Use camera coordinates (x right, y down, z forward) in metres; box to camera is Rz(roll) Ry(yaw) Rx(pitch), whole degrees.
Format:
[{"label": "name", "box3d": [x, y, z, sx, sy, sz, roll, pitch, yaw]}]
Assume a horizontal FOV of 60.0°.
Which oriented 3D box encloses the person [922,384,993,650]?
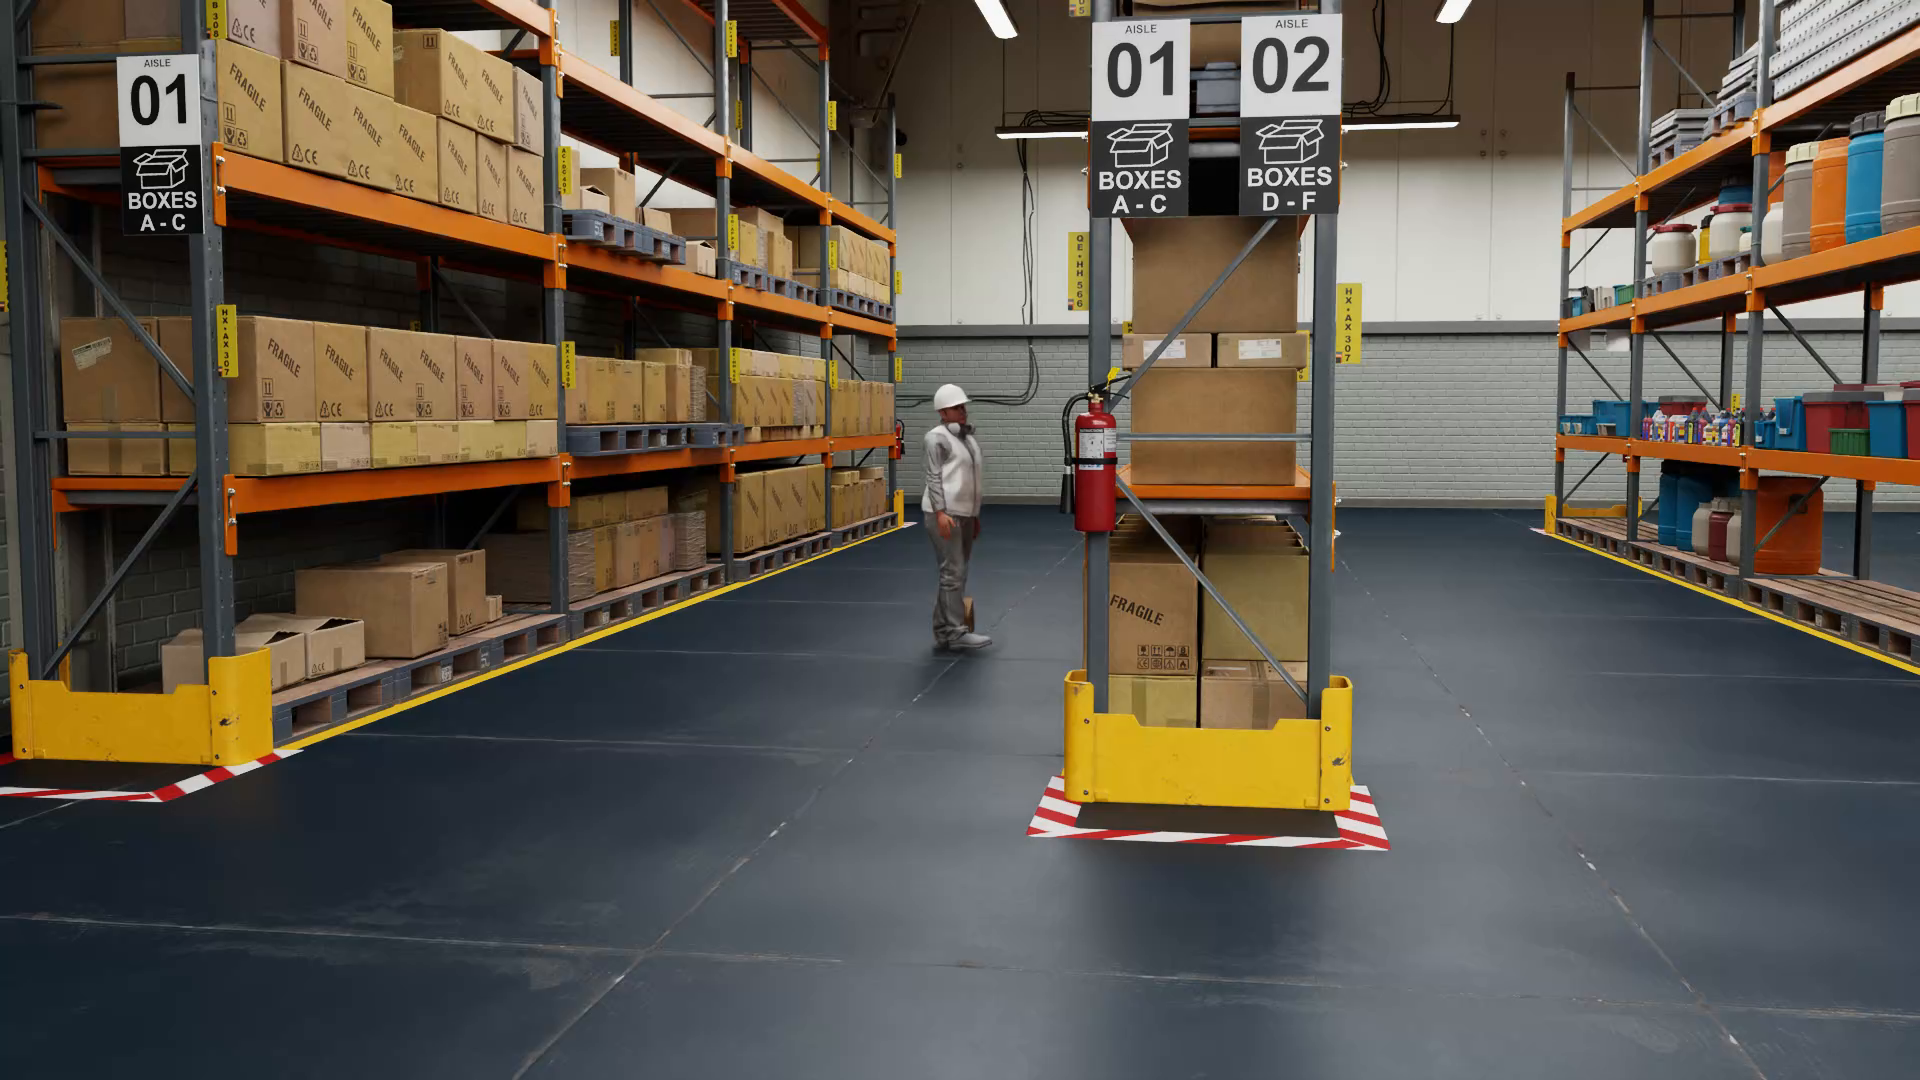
[{"label": "person", "box3d": [0.019, -0.158, 11.202, 0.539, 1.776, 0.594, 2, 5, 28]}]
